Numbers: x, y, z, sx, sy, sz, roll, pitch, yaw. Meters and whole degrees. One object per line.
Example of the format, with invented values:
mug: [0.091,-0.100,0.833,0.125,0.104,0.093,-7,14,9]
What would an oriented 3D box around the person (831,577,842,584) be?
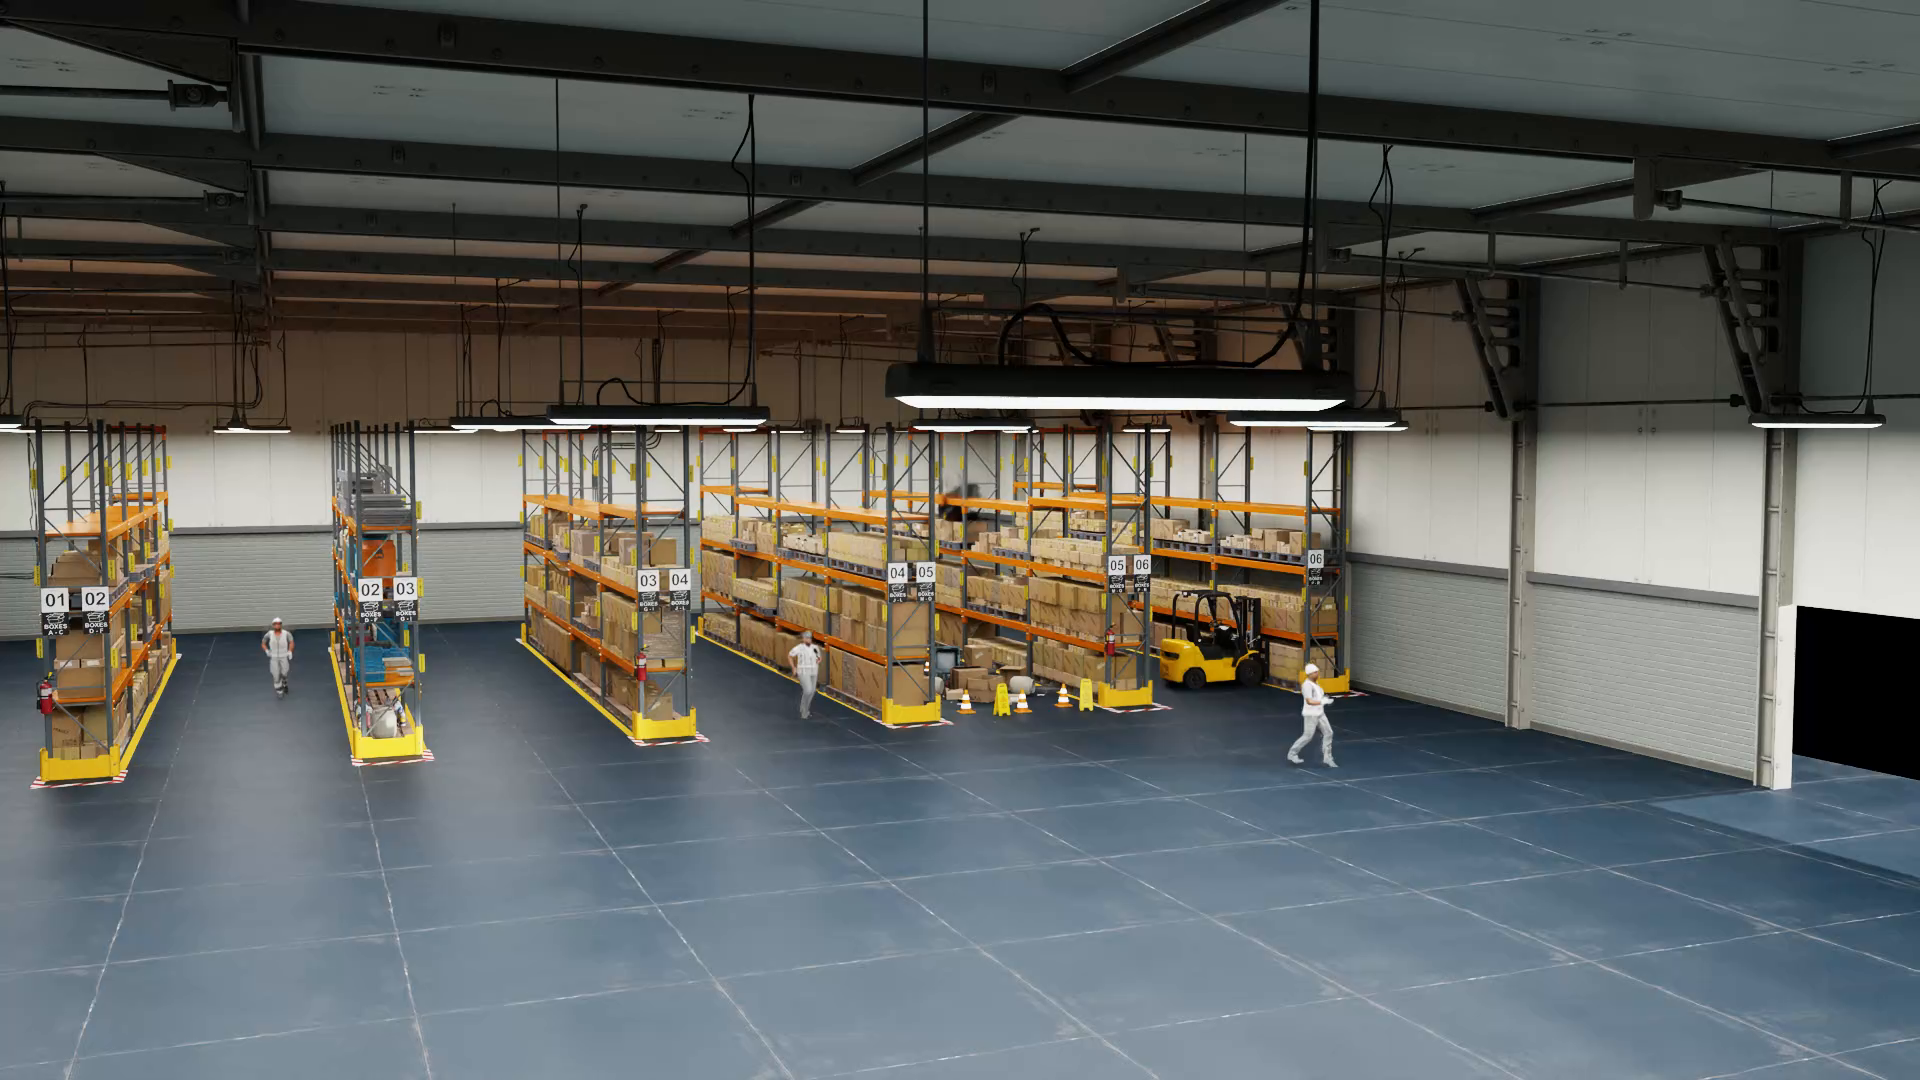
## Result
person: [-3.766,1.697,50.993,0.885,1.734,0.667,-1,4,-13]

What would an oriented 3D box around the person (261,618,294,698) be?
person: [-14.901,2.576,36.323,0.661,1.745,0.586,-1,4,-21]

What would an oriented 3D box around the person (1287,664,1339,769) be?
person: [6.119,3.047,28.766,0.871,1.813,0.690,2,4,28]

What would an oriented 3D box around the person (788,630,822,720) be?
person: [-3.083,2.743,33.720,0.635,1.823,0.744,-3,4,-37]
